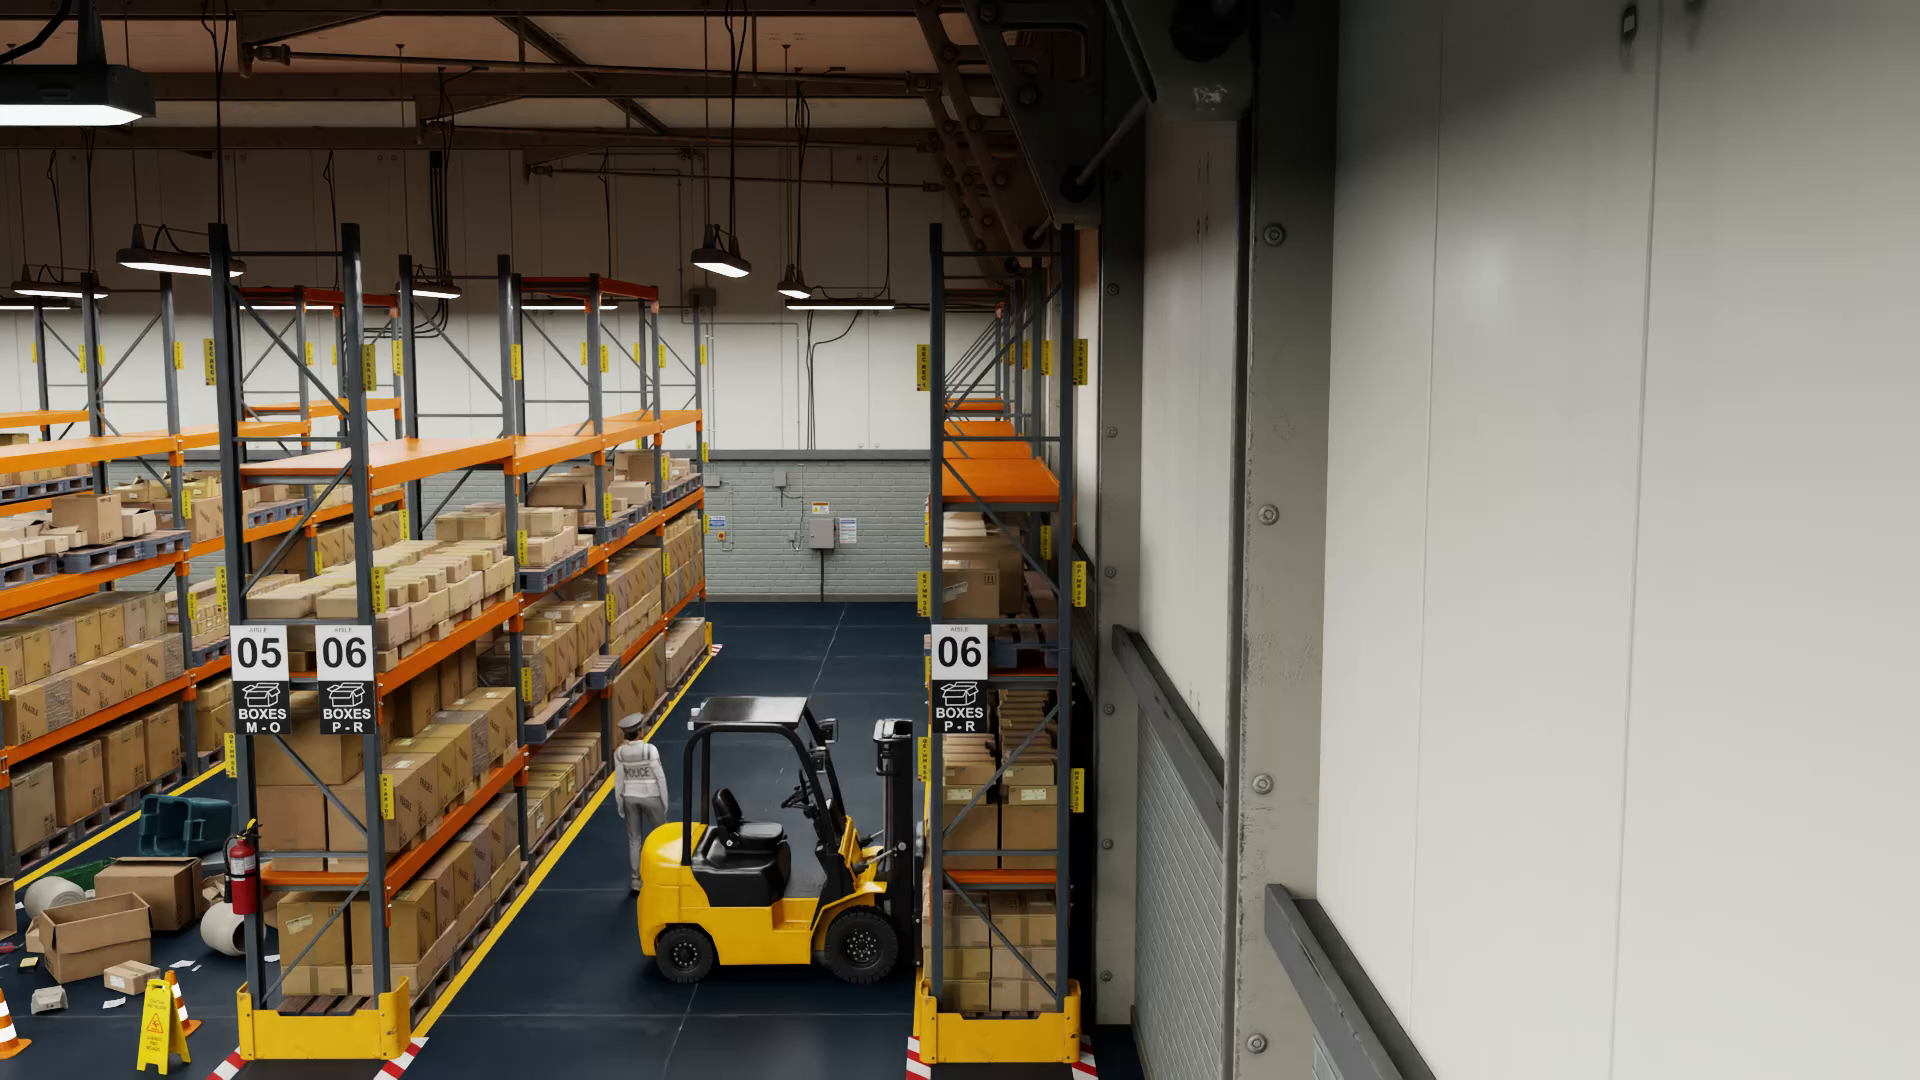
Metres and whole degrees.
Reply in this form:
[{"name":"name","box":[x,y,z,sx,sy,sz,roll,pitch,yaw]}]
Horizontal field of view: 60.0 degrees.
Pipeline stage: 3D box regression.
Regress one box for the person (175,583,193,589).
[{"name":"person","box":[-11.577,1.439,24.899,0.579,1.613,1.023,0,7,1]}]

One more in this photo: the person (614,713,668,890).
[{"name":"person","box":[-3.021,2.483,15.819,0.554,1.670,0.427,0,7,4]}]
